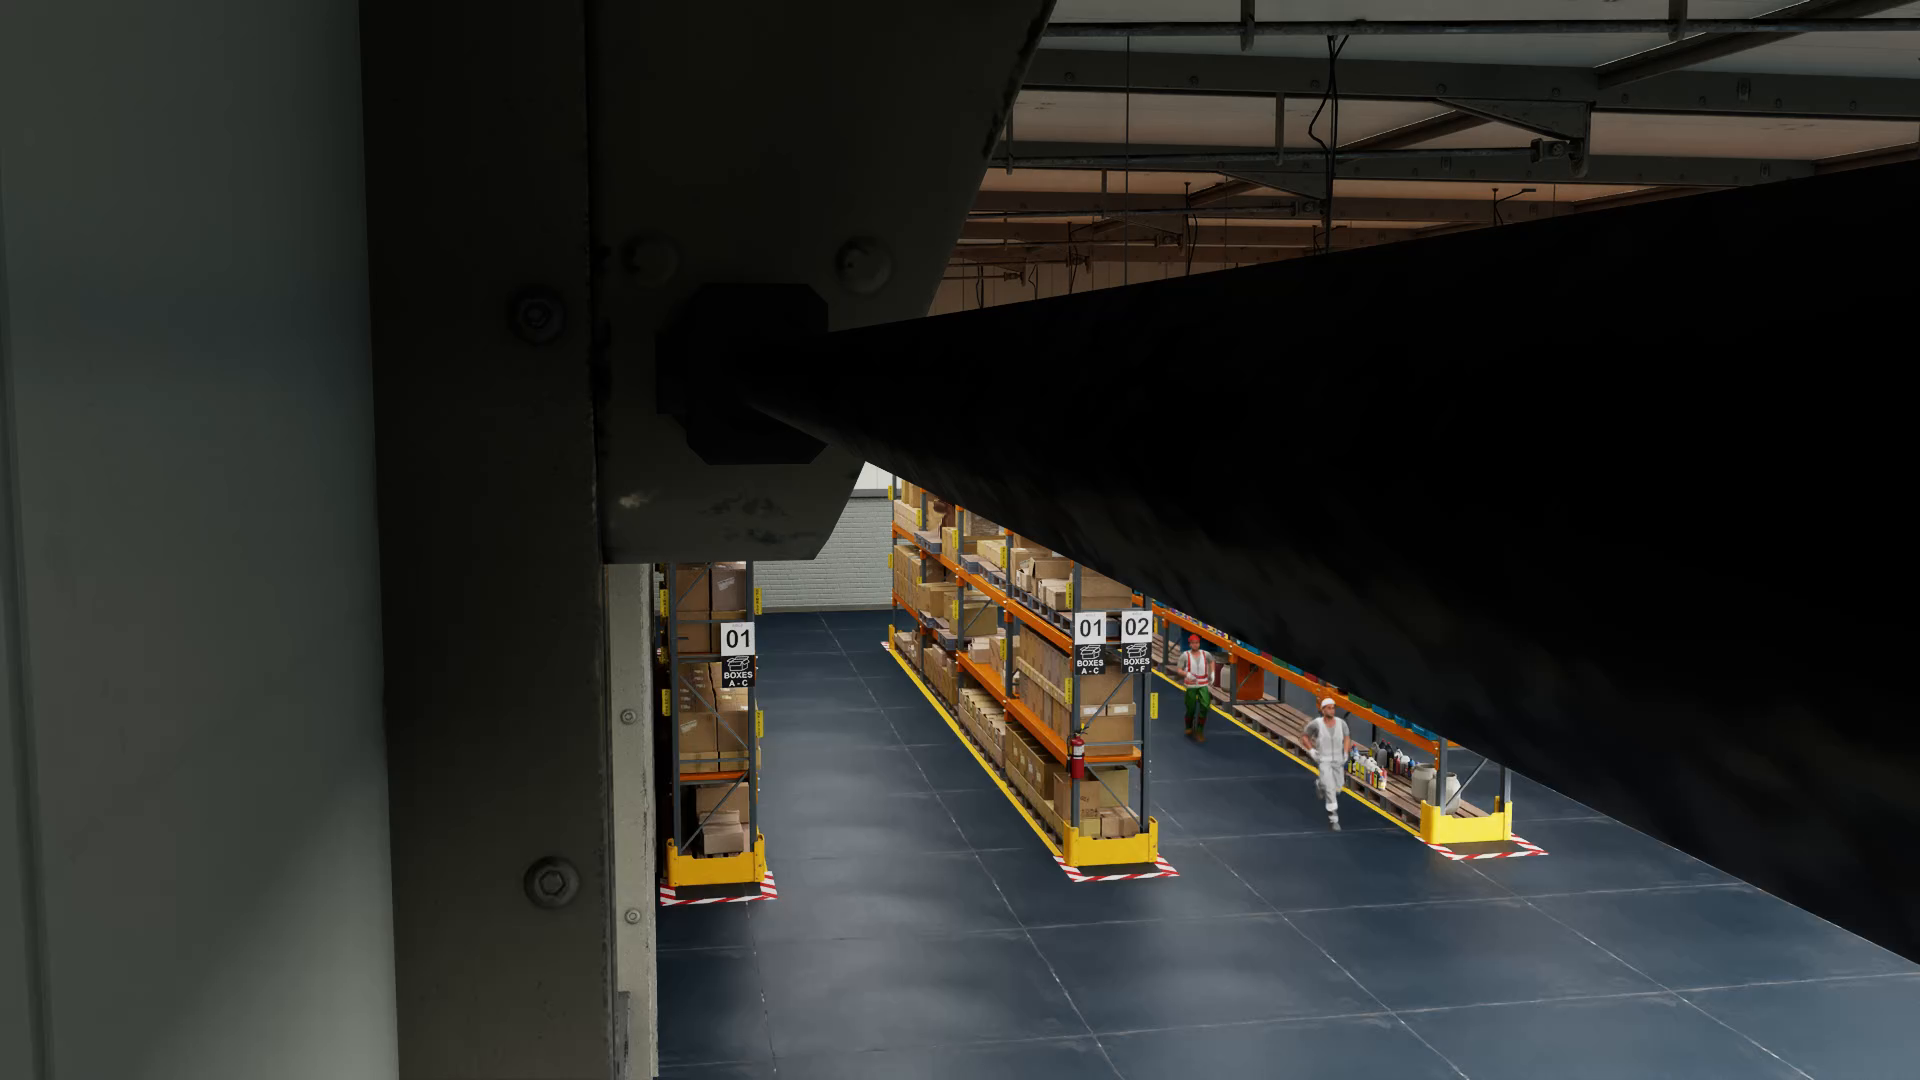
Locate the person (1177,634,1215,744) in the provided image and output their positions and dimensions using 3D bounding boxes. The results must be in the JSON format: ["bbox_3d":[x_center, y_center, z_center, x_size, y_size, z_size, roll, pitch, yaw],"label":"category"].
[{"bbox_3d":[3.943,2.471,27.710,0.670,1.809,0.750,0,6,-1],"label":"person"}]

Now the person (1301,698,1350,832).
[{"bbox_3d":[5.028,3.027,22.754,0.646,1.758,0.960,-1,6,-13],"label":"person"}]
